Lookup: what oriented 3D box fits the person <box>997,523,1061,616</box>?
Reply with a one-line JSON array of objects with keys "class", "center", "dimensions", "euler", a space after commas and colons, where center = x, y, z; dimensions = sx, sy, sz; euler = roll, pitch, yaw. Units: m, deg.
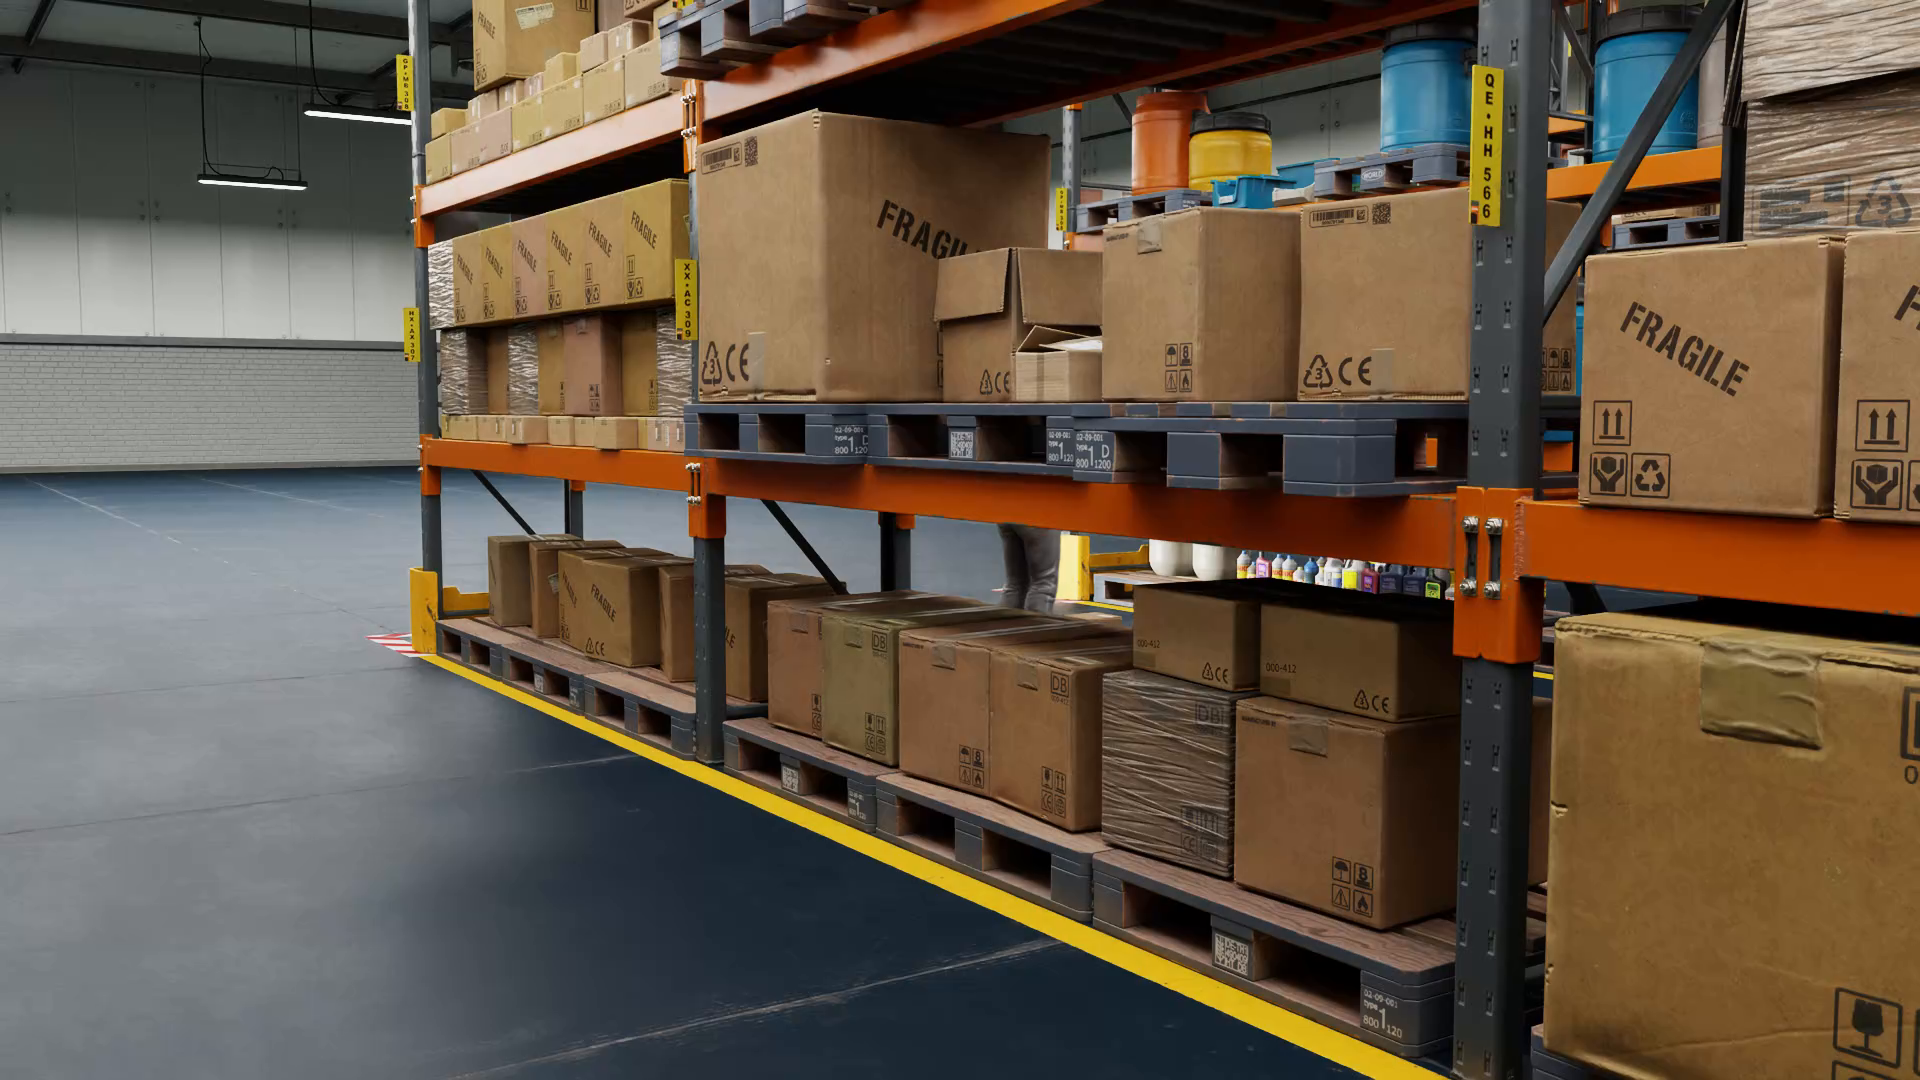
[{"class": "person", "center": [0.390, -0.158, 9.638], "dimensions": [0.359, 1.765, 0.531], "euler": [-3, 5, -32]}]
